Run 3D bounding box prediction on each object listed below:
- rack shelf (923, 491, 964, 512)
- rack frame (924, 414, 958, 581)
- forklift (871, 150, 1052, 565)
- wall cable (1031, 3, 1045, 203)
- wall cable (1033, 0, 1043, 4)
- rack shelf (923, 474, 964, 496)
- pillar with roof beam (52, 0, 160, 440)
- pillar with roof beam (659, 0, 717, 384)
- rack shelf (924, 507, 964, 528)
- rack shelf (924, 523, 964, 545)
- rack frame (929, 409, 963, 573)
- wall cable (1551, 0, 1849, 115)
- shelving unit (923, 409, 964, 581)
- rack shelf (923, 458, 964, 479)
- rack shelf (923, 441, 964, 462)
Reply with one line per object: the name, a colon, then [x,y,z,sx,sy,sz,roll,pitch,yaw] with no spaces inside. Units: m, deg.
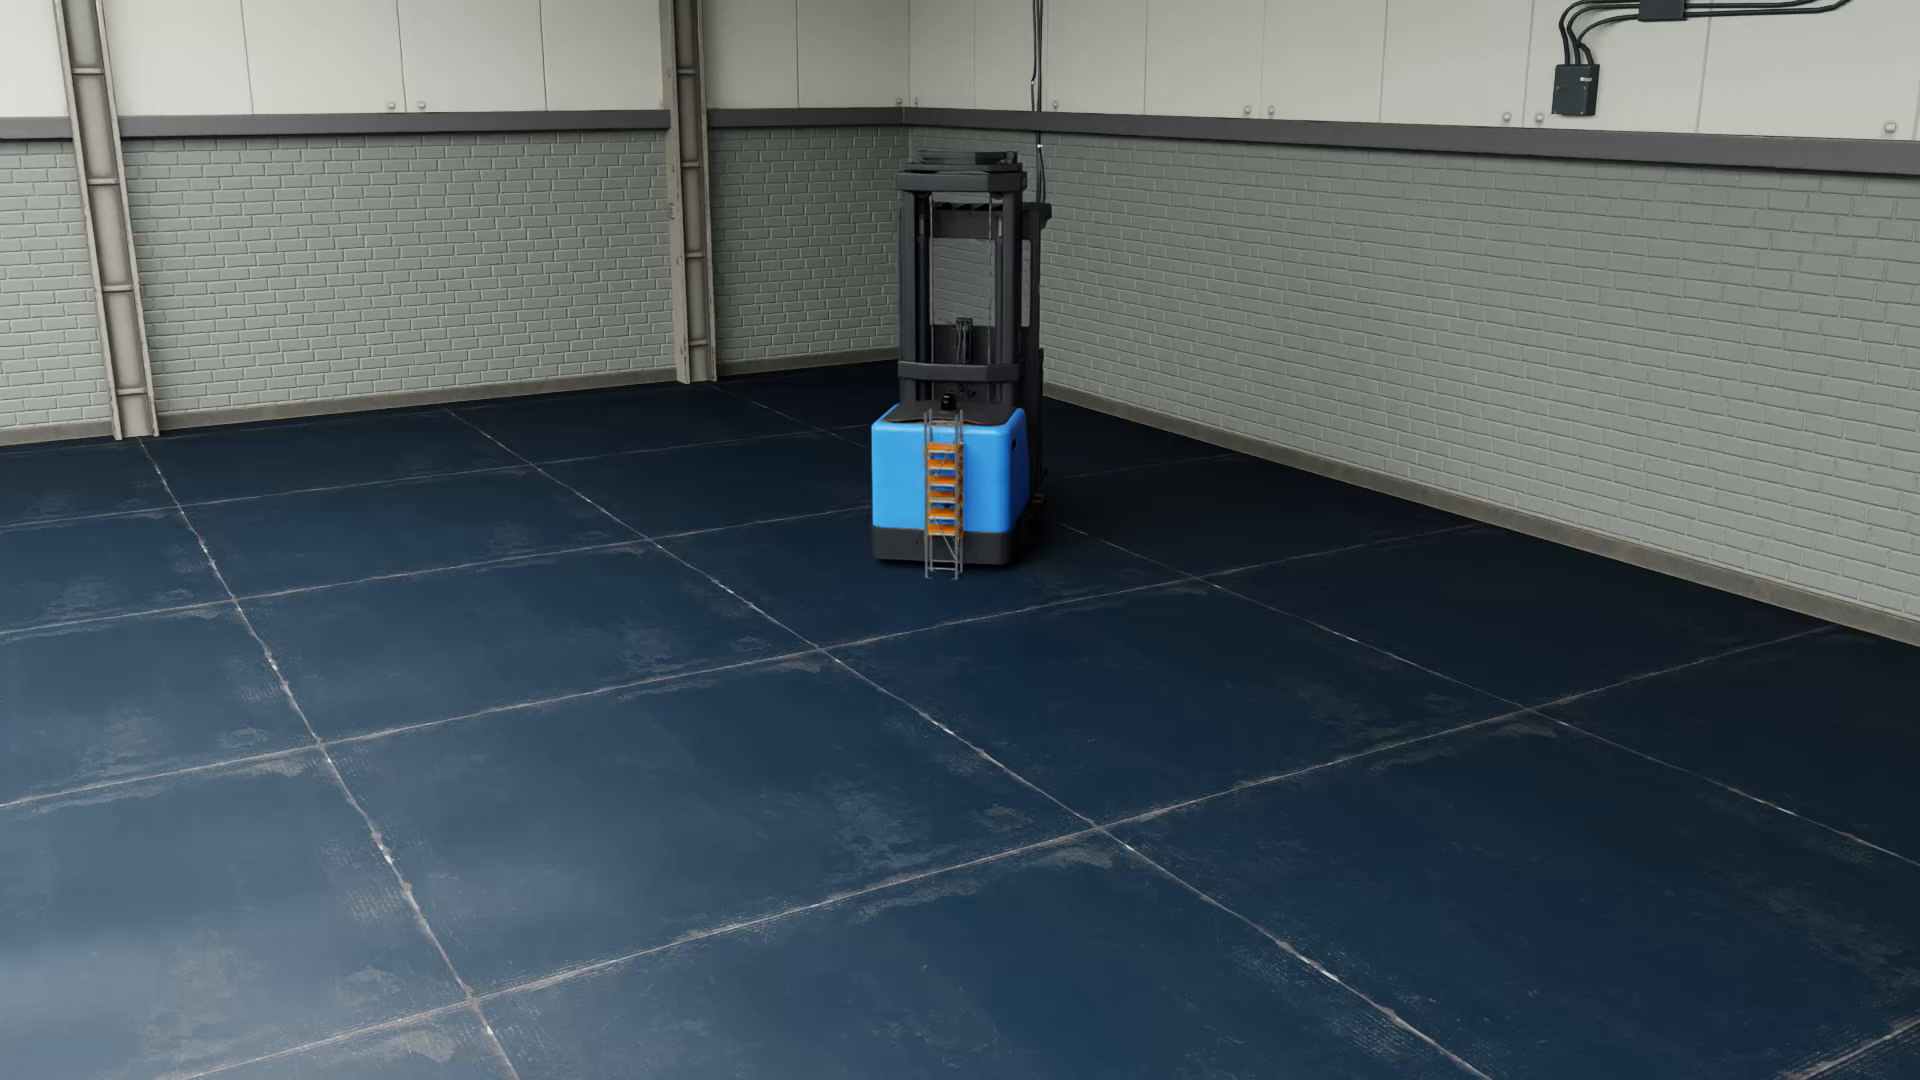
rack shelf: [-0.116,-0.276,11.836,0.258,0.103,0.180,3,16,10]
rack frame: [-0.133,-0.294,11.737,0.240,1.200,0.006,3,16,10]
forklift: [0.116,-1.583,13.127,1.130,2.935,3.031,3,16,10]
wall cable: [0.098,-4.827,19.211,0.112,2.526,3.097,-9,18,-30]
wall cable: [1.491,-6.633,16.296,0.112,2.526,3.097,-9,18,-30]
rack shelf: [-0.116,-0.391,11.803,0.258,0.103,0.180,3,16,10]
pillar with roof beam: [-6.034,-4.389,11.893,0.400,9.000,9.100,-9,18,-30]
pillar with roof beam: [-0.891,-5.223,14.869,0.400,9.000,9.100,-9,18,-30]
rack shelf: [-0.116,-0.160,11.868,0.258,0.103,0.180,3,16,10]
rack shelf: [-0.116,-0.045,11.900,0.258,0.103,0.180,3,16,10]
rack frame: [-0.100,-0.343,11.910,0.240,1.200,0.006,3,16,10]
wall cable: [4.973,-5.761,10.489,0.169,6.003,2.305,-9,18,-30]
shelving unit: [-0.116,-0.319,11.824,0.258,1.200,0.189,3,16,10]
rack shelf: [-0.116,-0.507,11.771,0.258,0.103,0.180,3,16,10]
rack shelf: [-0.116,-0.622,11.738,0.258,0.103,0.180,3,16,10]
